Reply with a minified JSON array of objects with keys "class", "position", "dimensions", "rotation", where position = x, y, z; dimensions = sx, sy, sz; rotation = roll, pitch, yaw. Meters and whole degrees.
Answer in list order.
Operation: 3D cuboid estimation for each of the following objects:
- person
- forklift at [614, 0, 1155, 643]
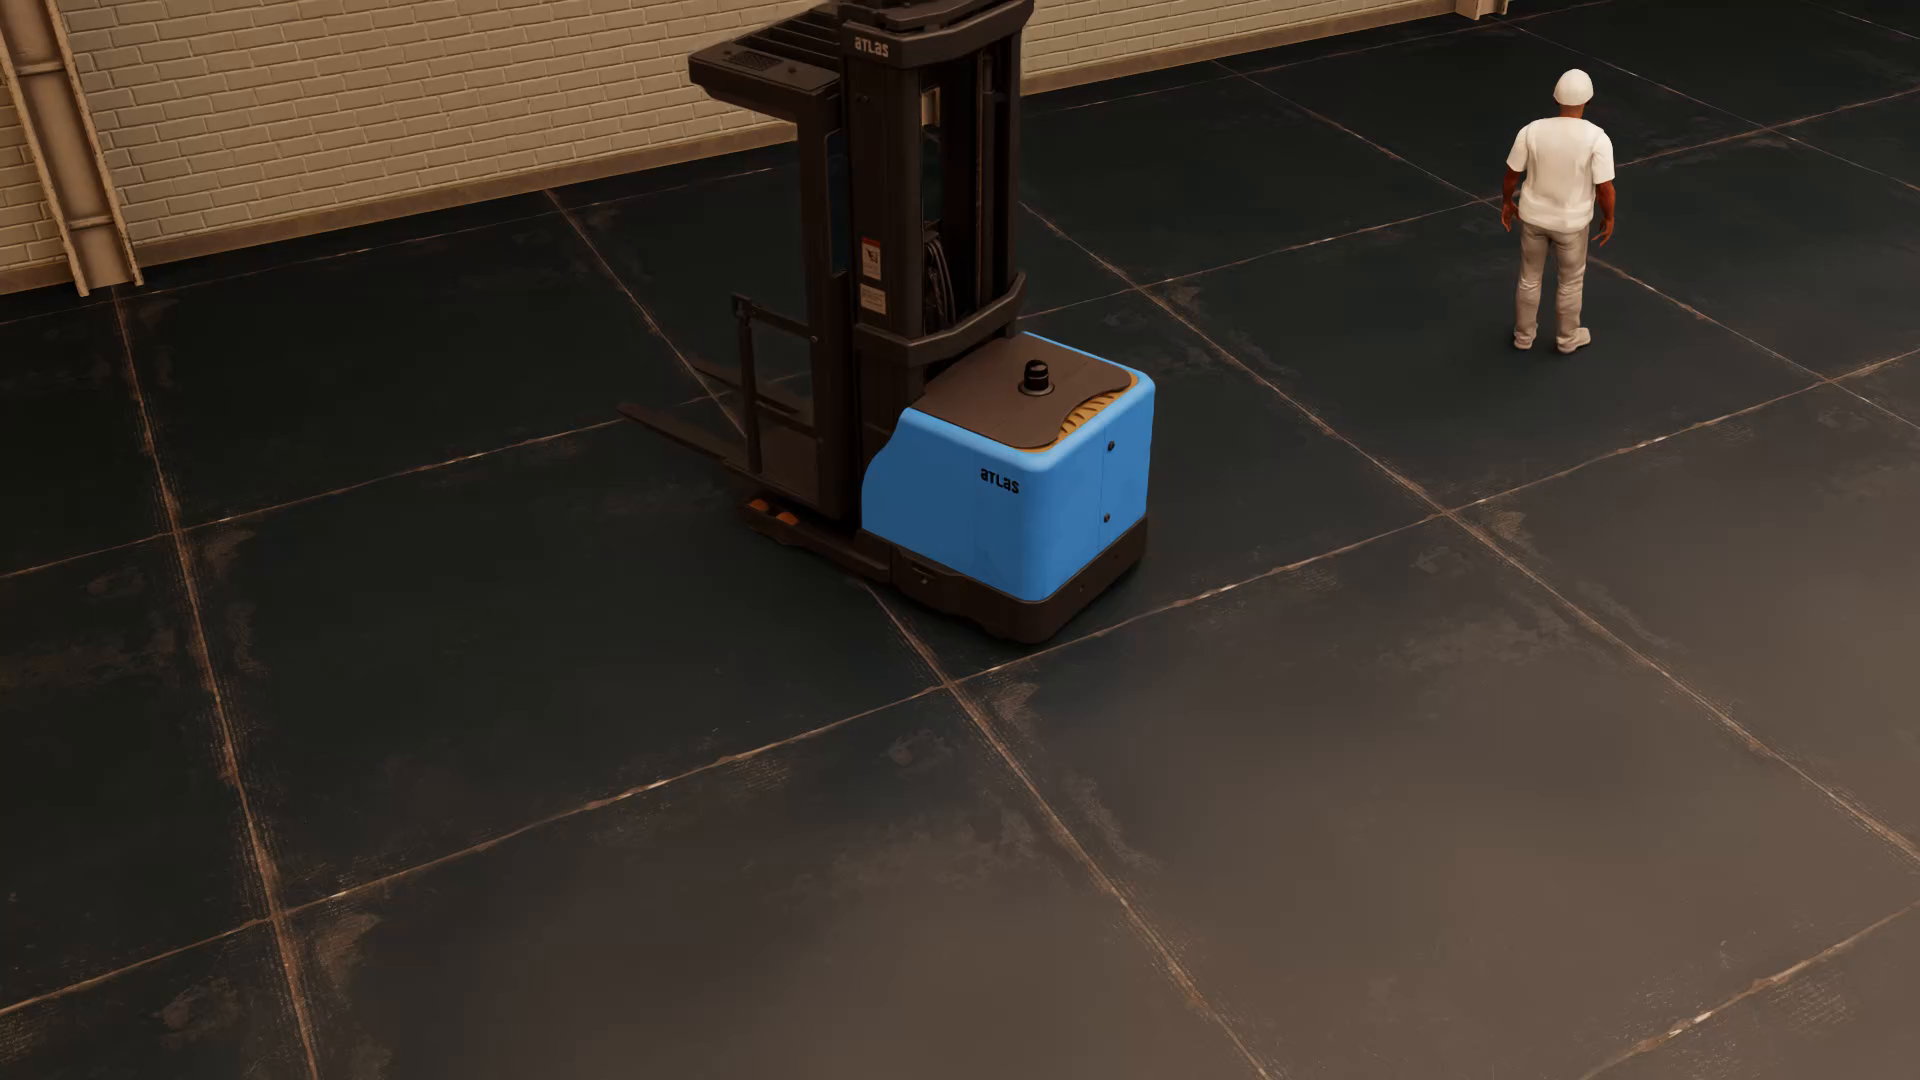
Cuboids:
[{"class":"person","position":[3.563,-1.954,9.886],"dimensions":[0.665,1.767,0.570],"rotation":[21,40,27]},{"class":"forklift","position":[-0.537,-1.393,8.094],"dimensions":[3.031,2.935,1.130],"rotation":[24,42,30]}]
